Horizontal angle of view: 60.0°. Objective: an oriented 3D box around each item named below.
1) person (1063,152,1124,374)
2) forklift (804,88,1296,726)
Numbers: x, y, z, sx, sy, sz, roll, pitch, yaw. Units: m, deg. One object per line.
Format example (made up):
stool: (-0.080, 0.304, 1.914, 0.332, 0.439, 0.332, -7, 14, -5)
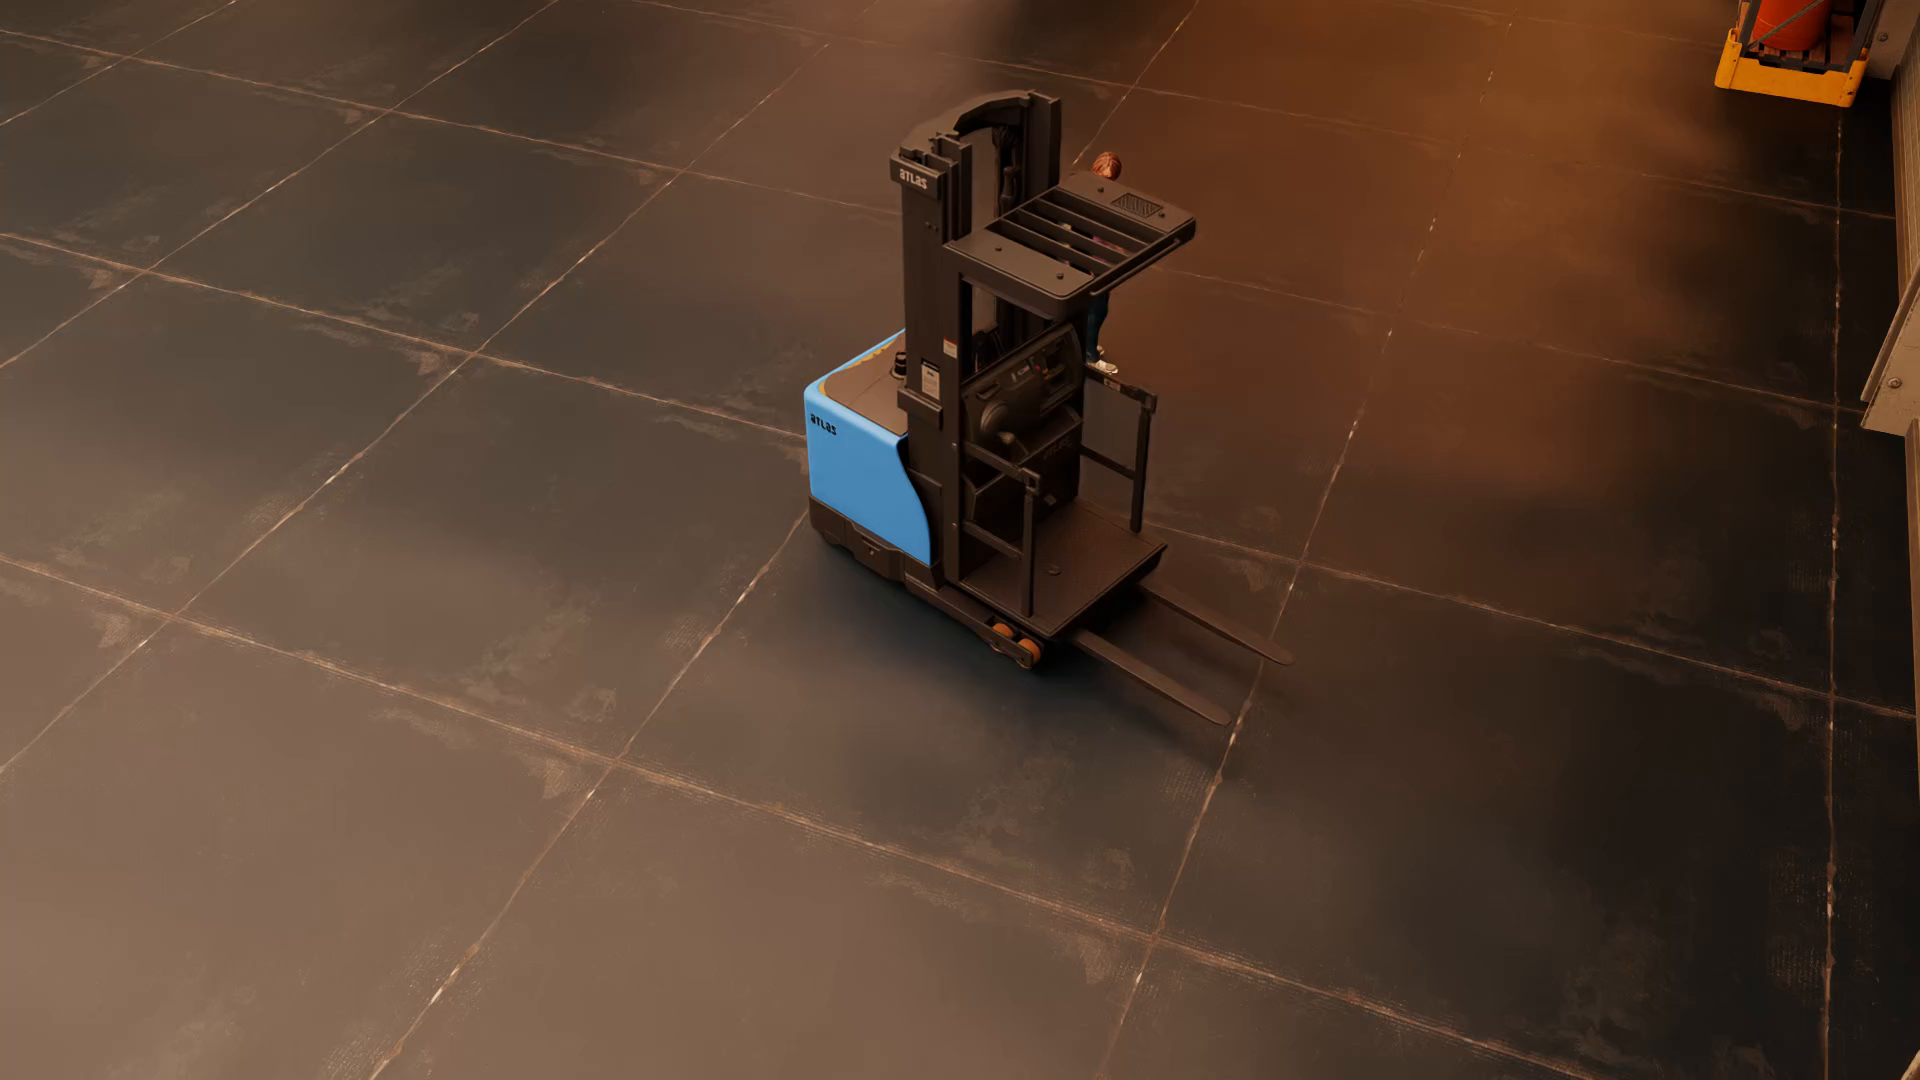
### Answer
person: (0.952, -1.900, 11.340, 0.449, 1.577, 0.612, 15, 42, 17)
forklift: (0.504, -0.781, 8.940, 3.031, 2.935, 1.130, 30, 48, 31)
